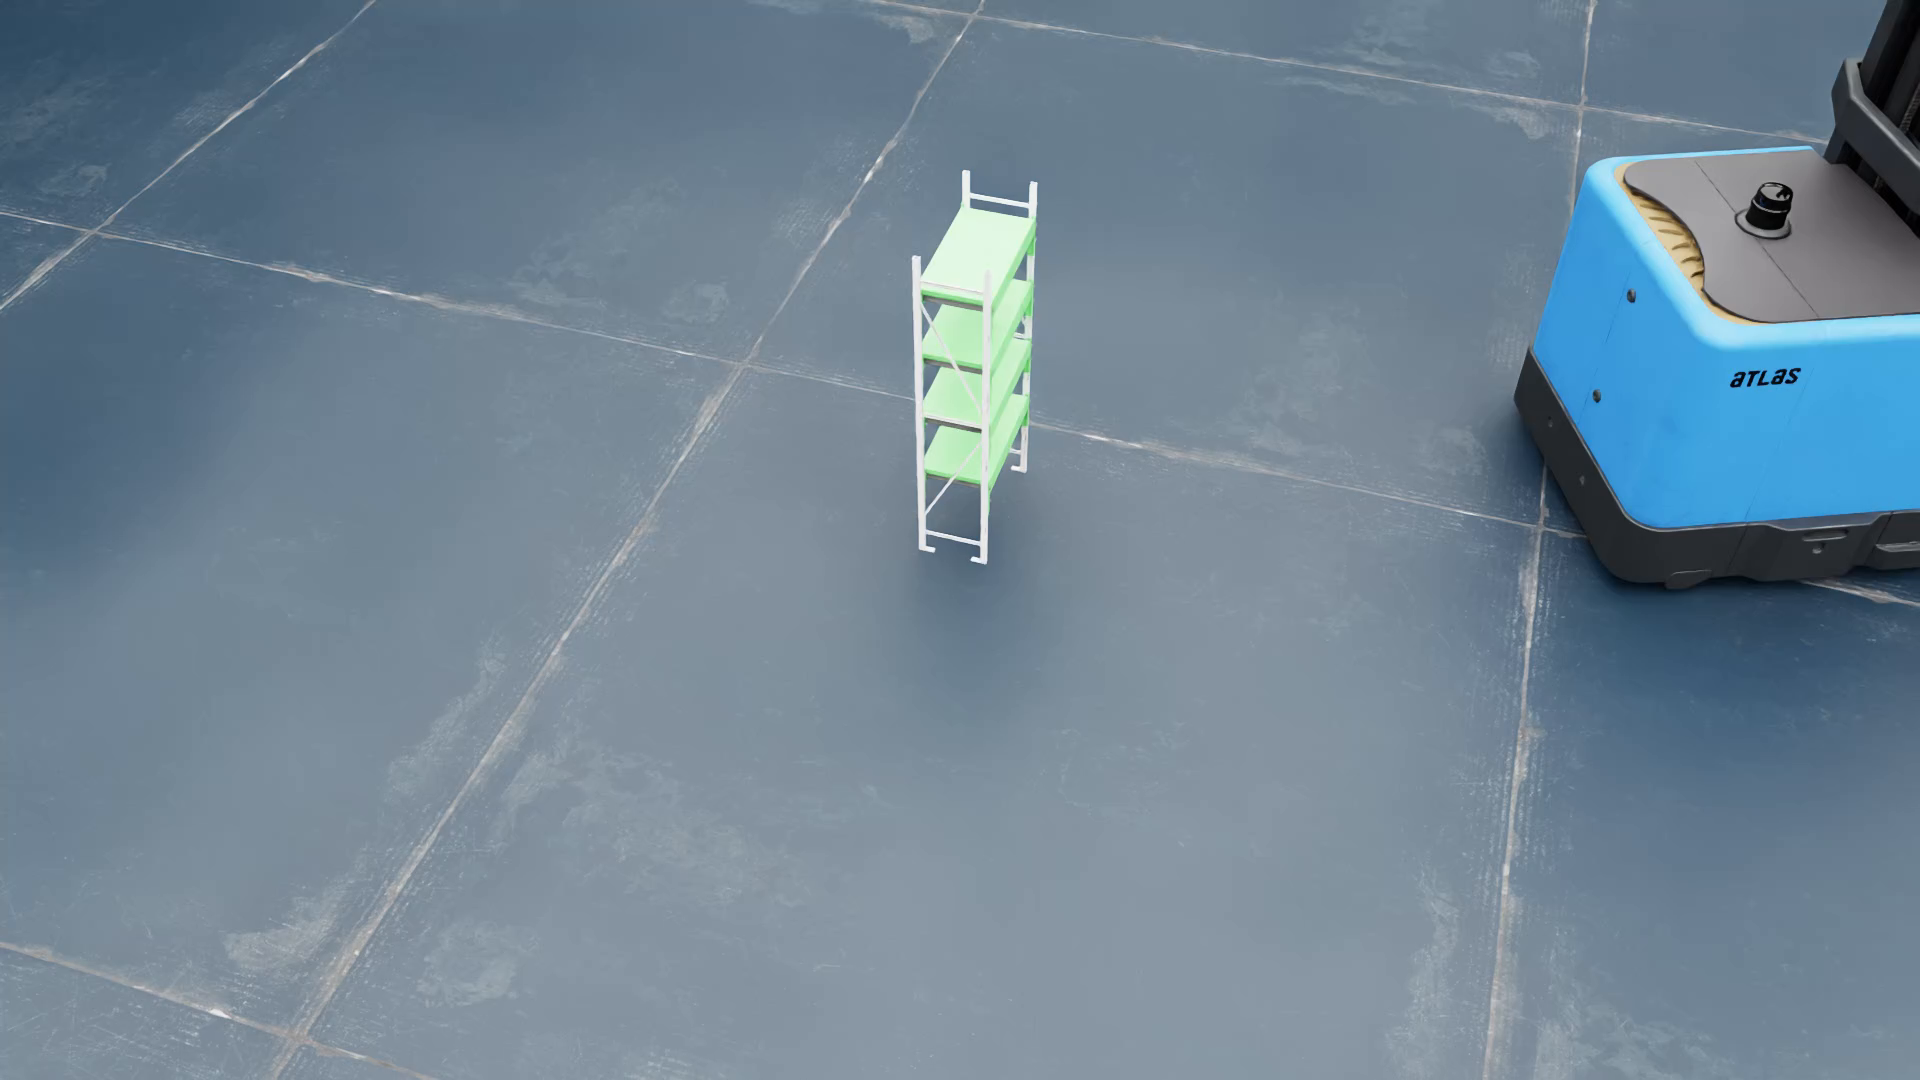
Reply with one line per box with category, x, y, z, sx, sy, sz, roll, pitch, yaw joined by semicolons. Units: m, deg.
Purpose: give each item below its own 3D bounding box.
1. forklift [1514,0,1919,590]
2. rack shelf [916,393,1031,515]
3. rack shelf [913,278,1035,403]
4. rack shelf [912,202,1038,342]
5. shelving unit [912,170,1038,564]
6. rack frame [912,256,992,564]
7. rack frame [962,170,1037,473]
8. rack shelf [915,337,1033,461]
forklift;3.609;-1.325;5.009;3.031;2.935;1.130;-4;45;-4
rack shelf;0.050;-0.322;5.656;0.258;0.148;0.480;13;46;12
rack shelf;0.050;-0.665;5.320;0.258;0.148;0.480;13;46;12
rack shelf;0.050;-0.837;5.152;0.258;0.148;0.480;13;46;12
shelving unit;0.050;-0.539;5.443;0.258;1.200;0.503;13;46;12
rack frame;-0.024;-0.377;5.277;0.240;1.200;0.015;13;46;12
rack frame;0.124;-0.702;5.609;0.240;1.200;0.015;13;46;12
rack shelf;0.050;-0.494;5.488;0.258;0.148;0.480;13;46;12
